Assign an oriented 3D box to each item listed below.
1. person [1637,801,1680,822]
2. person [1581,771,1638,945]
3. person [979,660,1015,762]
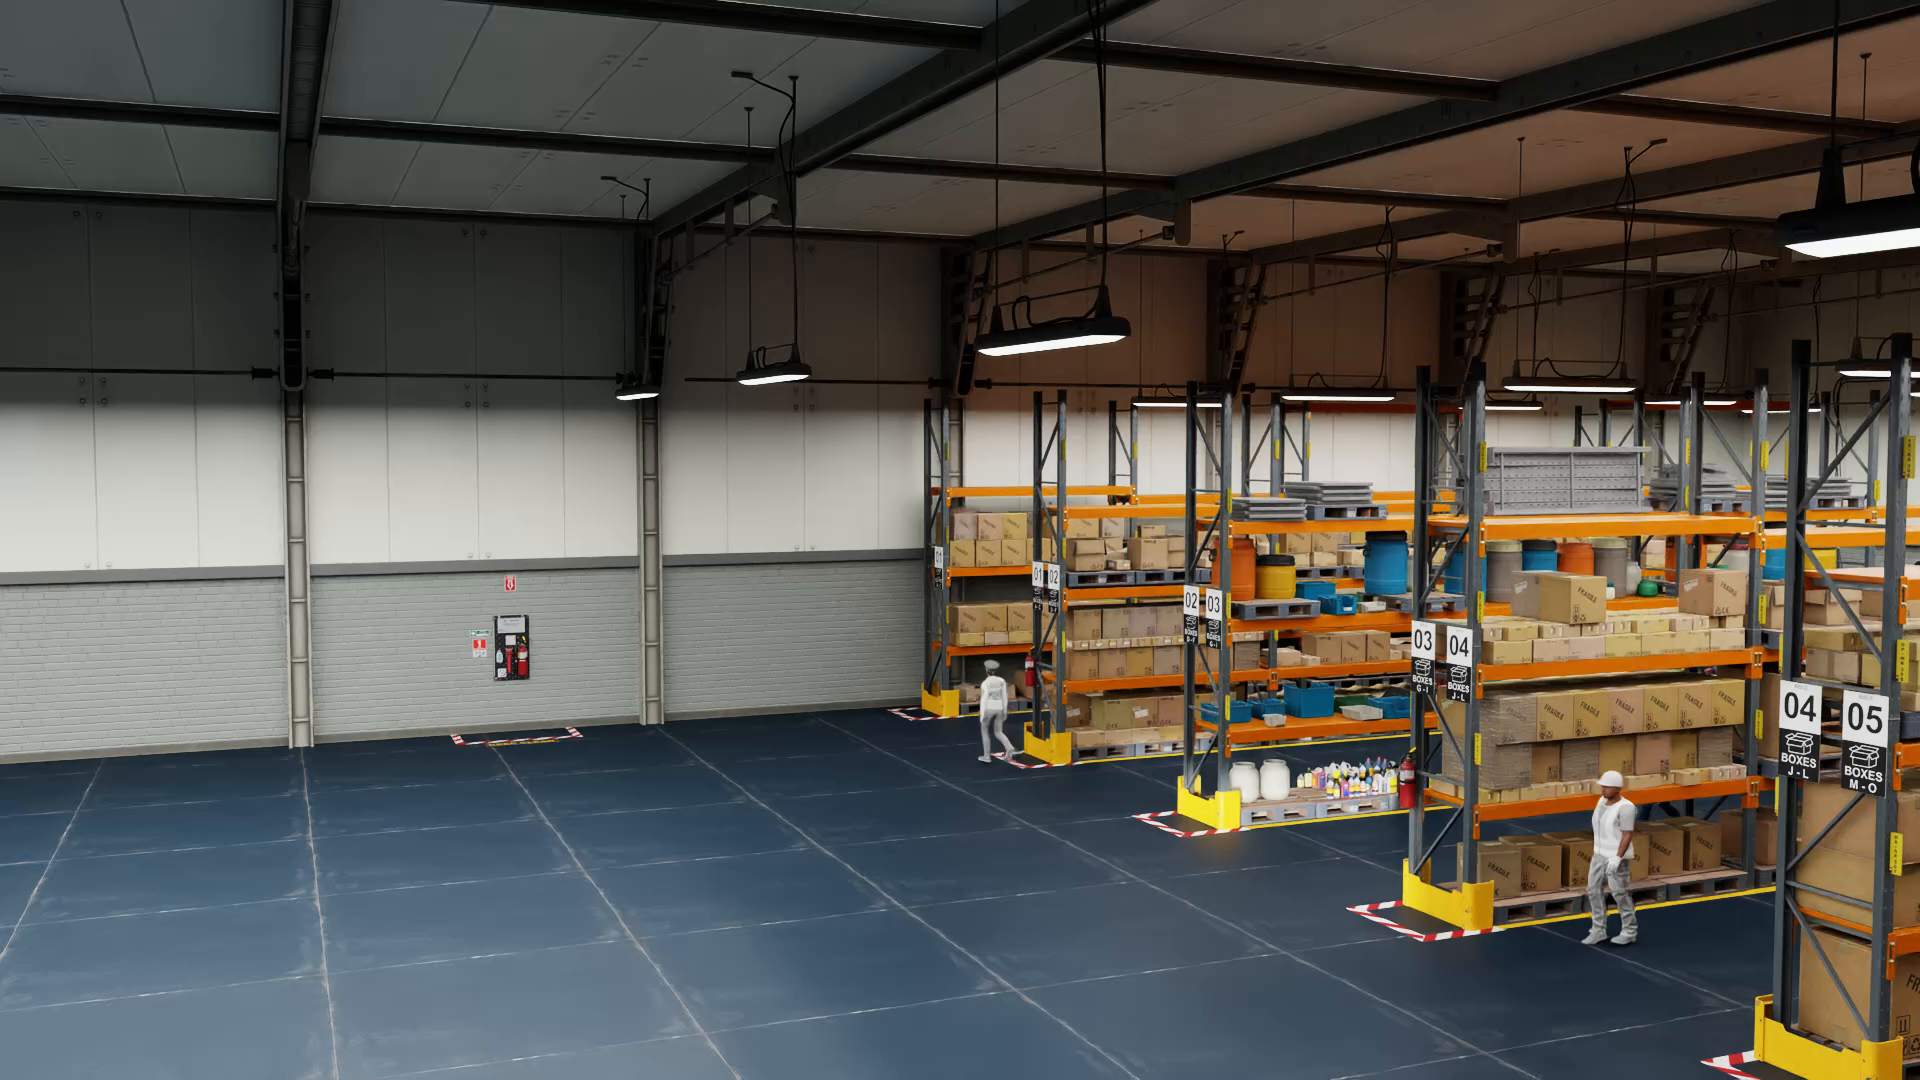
[{"bbox_3d":[8.992,3.098,21.553,0.955,1.538,0.506,0,3,-6],"label":"person"},{"bbox_3d":[6.685,3.286,17.097,0.531,1.840,0.610,-1,3,-12],"label":"person"},{"bbox_3d":[0.573,2.753,26.643,0.508,1.658,0.768,-2,4,-31],"label":"person"}]
